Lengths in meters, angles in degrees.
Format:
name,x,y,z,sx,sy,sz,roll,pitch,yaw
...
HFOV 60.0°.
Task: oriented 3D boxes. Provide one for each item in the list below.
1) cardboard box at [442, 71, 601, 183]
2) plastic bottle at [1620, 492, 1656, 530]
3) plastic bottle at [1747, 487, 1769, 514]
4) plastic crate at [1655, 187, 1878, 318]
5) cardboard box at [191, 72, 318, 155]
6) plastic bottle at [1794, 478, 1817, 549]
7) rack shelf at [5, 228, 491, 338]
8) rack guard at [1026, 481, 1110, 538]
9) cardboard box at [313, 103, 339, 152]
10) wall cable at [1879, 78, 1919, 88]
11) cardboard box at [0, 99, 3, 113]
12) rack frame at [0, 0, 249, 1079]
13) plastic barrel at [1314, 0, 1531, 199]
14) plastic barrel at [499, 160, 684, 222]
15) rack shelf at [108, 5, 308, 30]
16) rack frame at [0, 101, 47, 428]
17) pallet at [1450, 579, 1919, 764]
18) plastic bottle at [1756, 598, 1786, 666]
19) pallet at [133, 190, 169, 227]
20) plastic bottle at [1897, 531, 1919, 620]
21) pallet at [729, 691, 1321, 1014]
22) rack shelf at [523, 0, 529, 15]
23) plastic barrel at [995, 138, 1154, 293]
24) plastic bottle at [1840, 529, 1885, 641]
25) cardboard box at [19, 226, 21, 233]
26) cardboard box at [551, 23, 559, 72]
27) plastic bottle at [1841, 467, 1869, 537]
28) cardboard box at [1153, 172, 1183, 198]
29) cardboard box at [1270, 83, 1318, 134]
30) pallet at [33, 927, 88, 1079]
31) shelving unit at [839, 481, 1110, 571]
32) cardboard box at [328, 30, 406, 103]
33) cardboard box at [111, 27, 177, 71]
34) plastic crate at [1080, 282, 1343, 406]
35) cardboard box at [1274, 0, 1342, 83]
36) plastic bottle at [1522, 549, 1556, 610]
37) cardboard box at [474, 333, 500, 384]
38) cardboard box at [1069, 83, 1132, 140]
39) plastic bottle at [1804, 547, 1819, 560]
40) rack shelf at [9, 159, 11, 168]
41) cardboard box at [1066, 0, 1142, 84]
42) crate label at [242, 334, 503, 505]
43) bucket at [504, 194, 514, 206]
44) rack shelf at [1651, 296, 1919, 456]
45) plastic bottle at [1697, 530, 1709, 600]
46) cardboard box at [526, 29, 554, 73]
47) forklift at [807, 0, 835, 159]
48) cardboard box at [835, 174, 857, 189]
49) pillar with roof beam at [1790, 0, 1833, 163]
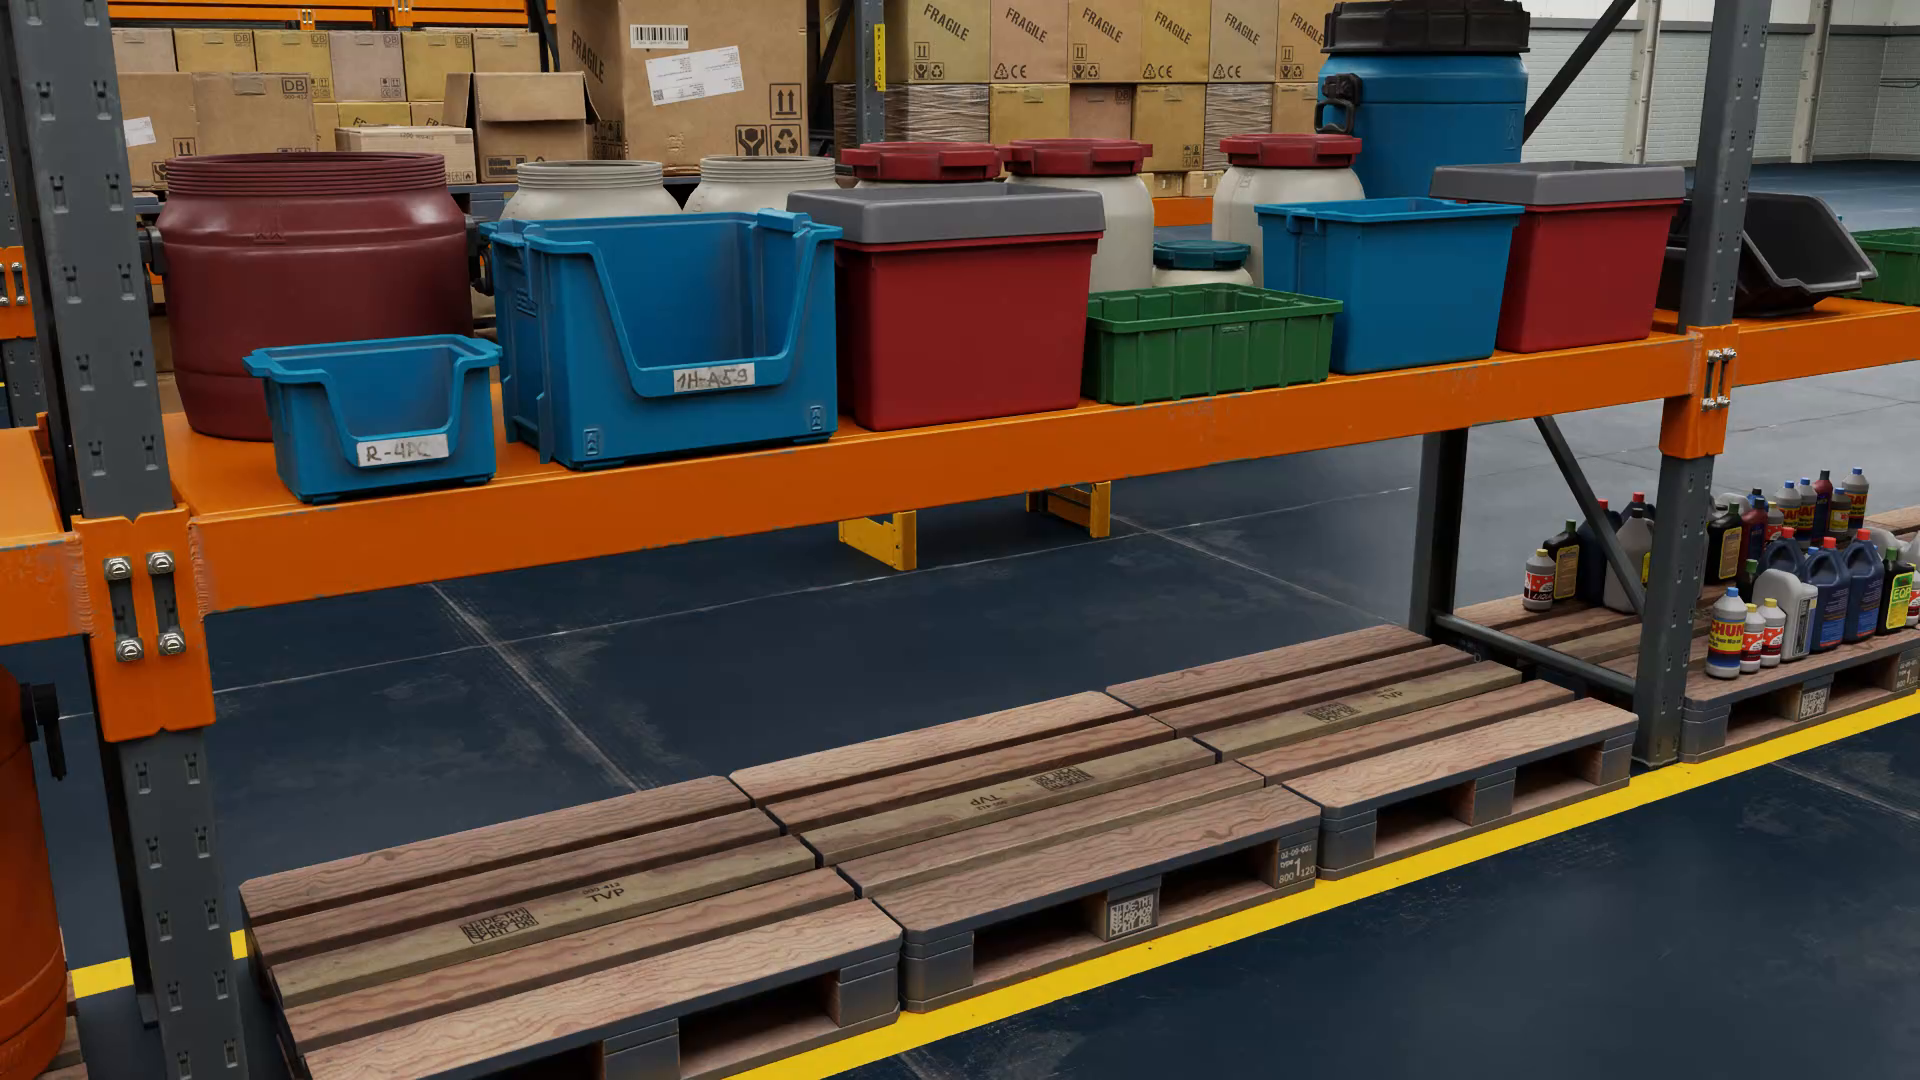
name,x,y,z,sx,sy,sz,roll,pitch,yaw
cardboard box,-2.135,-2.016,8.075,0.637,0.503,0.797,-7,17,-24
plastic bottle,2.422,0.000,5.944,0.185,0.351,0.144,-10,19,-32
plastic bottle,3.015,-0.065,6.324,0.097,0.271,0.097,0,16,0
plastic crate,2.368,-0.894,5.156,0.504,0.338,0.767,-9,18,-30
cardboard box,-3.256,-1.906,7.688,0.500,0.500,0.700,-6,17,-22
plastic bottle,3.274,-0.107,6.474,0.097,0.271,0.097,0,16,0
rack shelf,-2.411,-1.402,8.187,4.000,0.370,1.077,-9,18,-30
rack guard,0.492,-0.200,7.661,0.087,0.250,0.587,-9,18,-30
cardboard box,-4.775,-2.890,11.978,0.500,0.500,0.500,-9,18,-30
wall cable,22.929,-11.802,38.594,0.112,2.526,3.097,-9,18,-30
cardboard box,-8.725,-4.166,15.199,0.500,0.500,0.500,-10,18,-31
rack frame,-1.575,-0.324,3.010,0.127,3.000,1.000,-9,18,-30
plastic barrel,1.367,-1.138,4.984,0.708,0.901,0.600,-9,18,-30
plastic barrel,-0.803,-0.571,3.681,0.421,0.512,0.421,0,16,0
rack shelf,-10.075,-6.287,20.056,4.000,0.370,1.077,-9,18,-30
rack frame,-4.126,-1.470,7.098,0.127,3.000,1.000,-9,18,-30
pallet,2.451,0.378,5.668,1.213,0.211,1.003,-9,18,-30
plastic bottle,2.527,0.284,5.209,0.097,0.201,0.097,0,16,0
pallet,-3.570,-1.502,7.565,1.003,0.211,1.213,-9,18,-30
plastic bottle,3.286,0.082,5.654,0.185,0.351,0.144,-9,18,-30
pallet,0.154,0.751,4.339,1.213,0.211,1.003,-9,18,-30
rack shelf,-4.879,-4.008,11.926,4.000,0.370,1.077,-9,18,-30
plastic barrel,0.292,-0.762,4.318,0.433,0.535,0.433,0,16,0
plastic bottle,2.921,0.141,5.443,0.185,0.351,0.144,-10,19,-32
cardboard box,-8.740,-2.776,15.847,0.625,0.372,0.950,-11,19,-33
cardboard box,-2.831,-3.824,13.214,0.550,0.550,0.875,-9,18,-30
plastic bottle,3.568,-0.155,6.644,0.097,0.271,0.097,0,16,0
cardboard box,1.112,-2.123,9.890,0.250,0.149,0.380,-9,18,-30
cardboard box,1.879,-2.606,10.414,0.500,0.500,0.875,-9,18,-30
pallet,-2.229,1.137,2.961,1.213,0.211,1.003,-9,18,-30
shelving unit,0.065,-0.733,7.245,1.083,1.500,0.587,-9,18,-30
cardboard box,-4.461,-3.505,12.319,0.500,0.500,0.700,-9,18,-29
cardboard box,-5.771,-3.292,11.560,0.500,0.500,0.700,-10,18,-31
plastic crate,0.506,-0.471,3.925,0.662,0.188,0.450,-9,18,-30
cardboard box,1.962,-3.051,10.147,0.500,0.500,0.500,-9,18,-30
plastic bottle,2.004,0.133,5.749,0.097,0.201,0.097,0,16,0
cardboard box,-2.610,-0.737,8.297,0.500,0.500,0.700,-8,17,-25
cardboard box,0.544,-2.420,9.750,0.500,0.500,0.875,-9,18,-30
plastic bottle,2.821,0.157,5.532,0.097,0.271,0.097,0,16,0
rack shelf,-7.515,-3.695,16.366,4.000,0.370,1.077,-9,18,-30
cardboard box,0.676,-2.842,9.403,0.500,0.500,0.500,-9,18,-30
crate label,-1.021,-0.216,2.932,0.416,0.233,0.303,-9,18,-30
bucket,-4.236,-2.896,15.433,0.620,0.611,0.726,-13,17,-8
rack shelf,3.568,-0.812,6.082,4.000,0.370,1.077,-9,18,-30
plastic bottle,2.520,0.067,5.844,0.135,0.276,0.152,-9,18,-30
cardboard box,-4.418,-5.133,17.573,0.500,0.500,0.700,-10,18,-31
forklift,-1.187,-2.662,11.476,3.031,2.935,1.130,-9,18,-29
cardboard box,-0.664,-2.003,9.465,0.250,0.149,0.380,-9,18,-30
pillar with roof beam,21.940,-12.198,34.252,0.400,9.000,9.100,-9,18,-30
